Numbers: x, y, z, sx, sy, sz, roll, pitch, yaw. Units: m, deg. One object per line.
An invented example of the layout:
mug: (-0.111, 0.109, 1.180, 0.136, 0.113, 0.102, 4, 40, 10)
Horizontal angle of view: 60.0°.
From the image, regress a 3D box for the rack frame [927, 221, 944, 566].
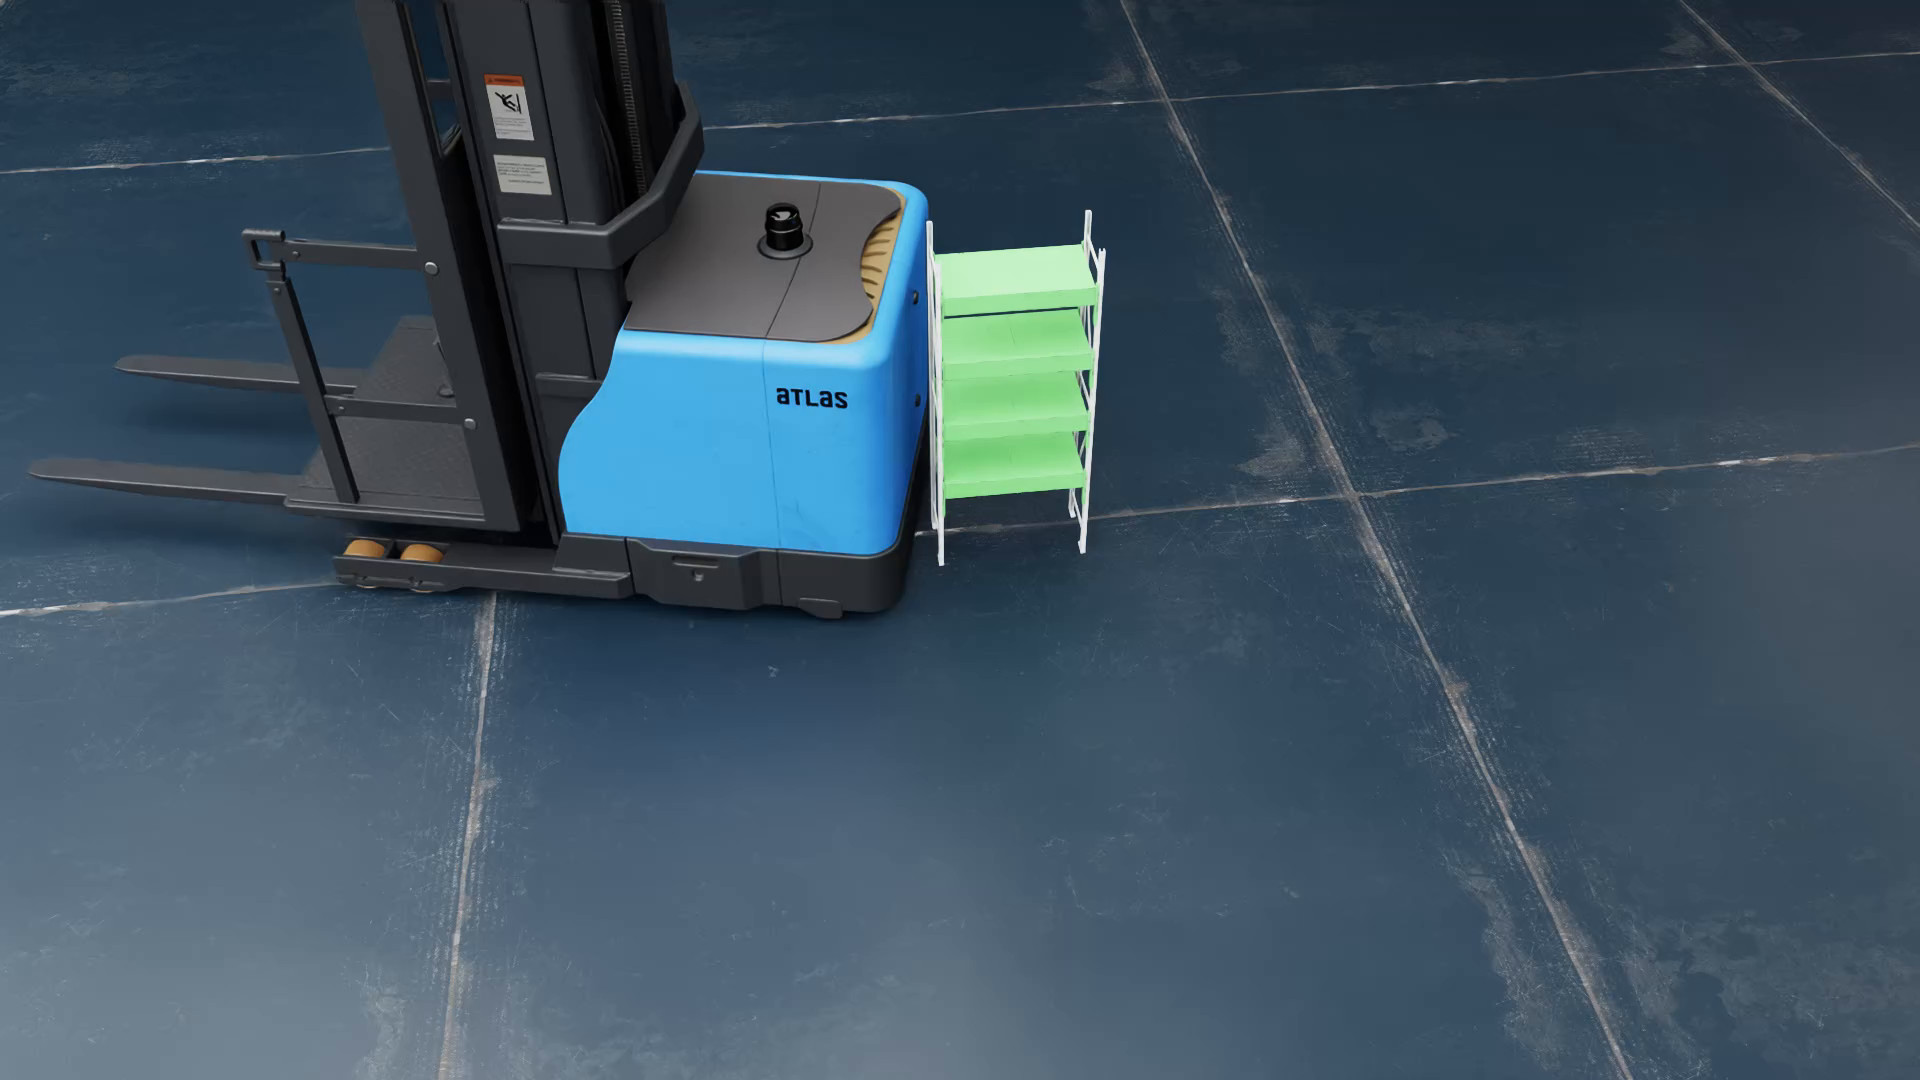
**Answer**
rack frame: (-0.078, -0.439, 5.341, 0.015, 1.200, 0.240, -5, 42, -6)

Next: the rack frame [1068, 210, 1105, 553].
rack frame: (0.406, -0.481, 5.388, 0.015, 1.200, 0.240, -5, 42, -6)

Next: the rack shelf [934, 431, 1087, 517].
rack shelf: (0.164, -0.234, 5.568, 0.480, 0.148, 0.258, -5, 42, -6)

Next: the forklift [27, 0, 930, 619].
forklift: (-1.645, -1.258, 4.957, 3.031, 2.935, 1.130, 4, 42, 5)

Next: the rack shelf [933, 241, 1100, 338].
rack shelf: (0.164, -0.769, 5.085, 0.480, 0.148, 0.258, -5, 42, -6)

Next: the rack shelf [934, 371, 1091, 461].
rack shelf: (0.164, -0.412, 5.407, 0.480, 0.148, 0.258, -5, 42, -6)

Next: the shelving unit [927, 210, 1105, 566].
shelving unit: (0.164, -0.460, 5.364, 0.503, 1.200, 0.258, -5, 42, -6)

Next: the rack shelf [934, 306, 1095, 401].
rack shelf: (0.164, -0.591, 5.246, 0.480, 0.148, 0.258, -5, 42, -6)
